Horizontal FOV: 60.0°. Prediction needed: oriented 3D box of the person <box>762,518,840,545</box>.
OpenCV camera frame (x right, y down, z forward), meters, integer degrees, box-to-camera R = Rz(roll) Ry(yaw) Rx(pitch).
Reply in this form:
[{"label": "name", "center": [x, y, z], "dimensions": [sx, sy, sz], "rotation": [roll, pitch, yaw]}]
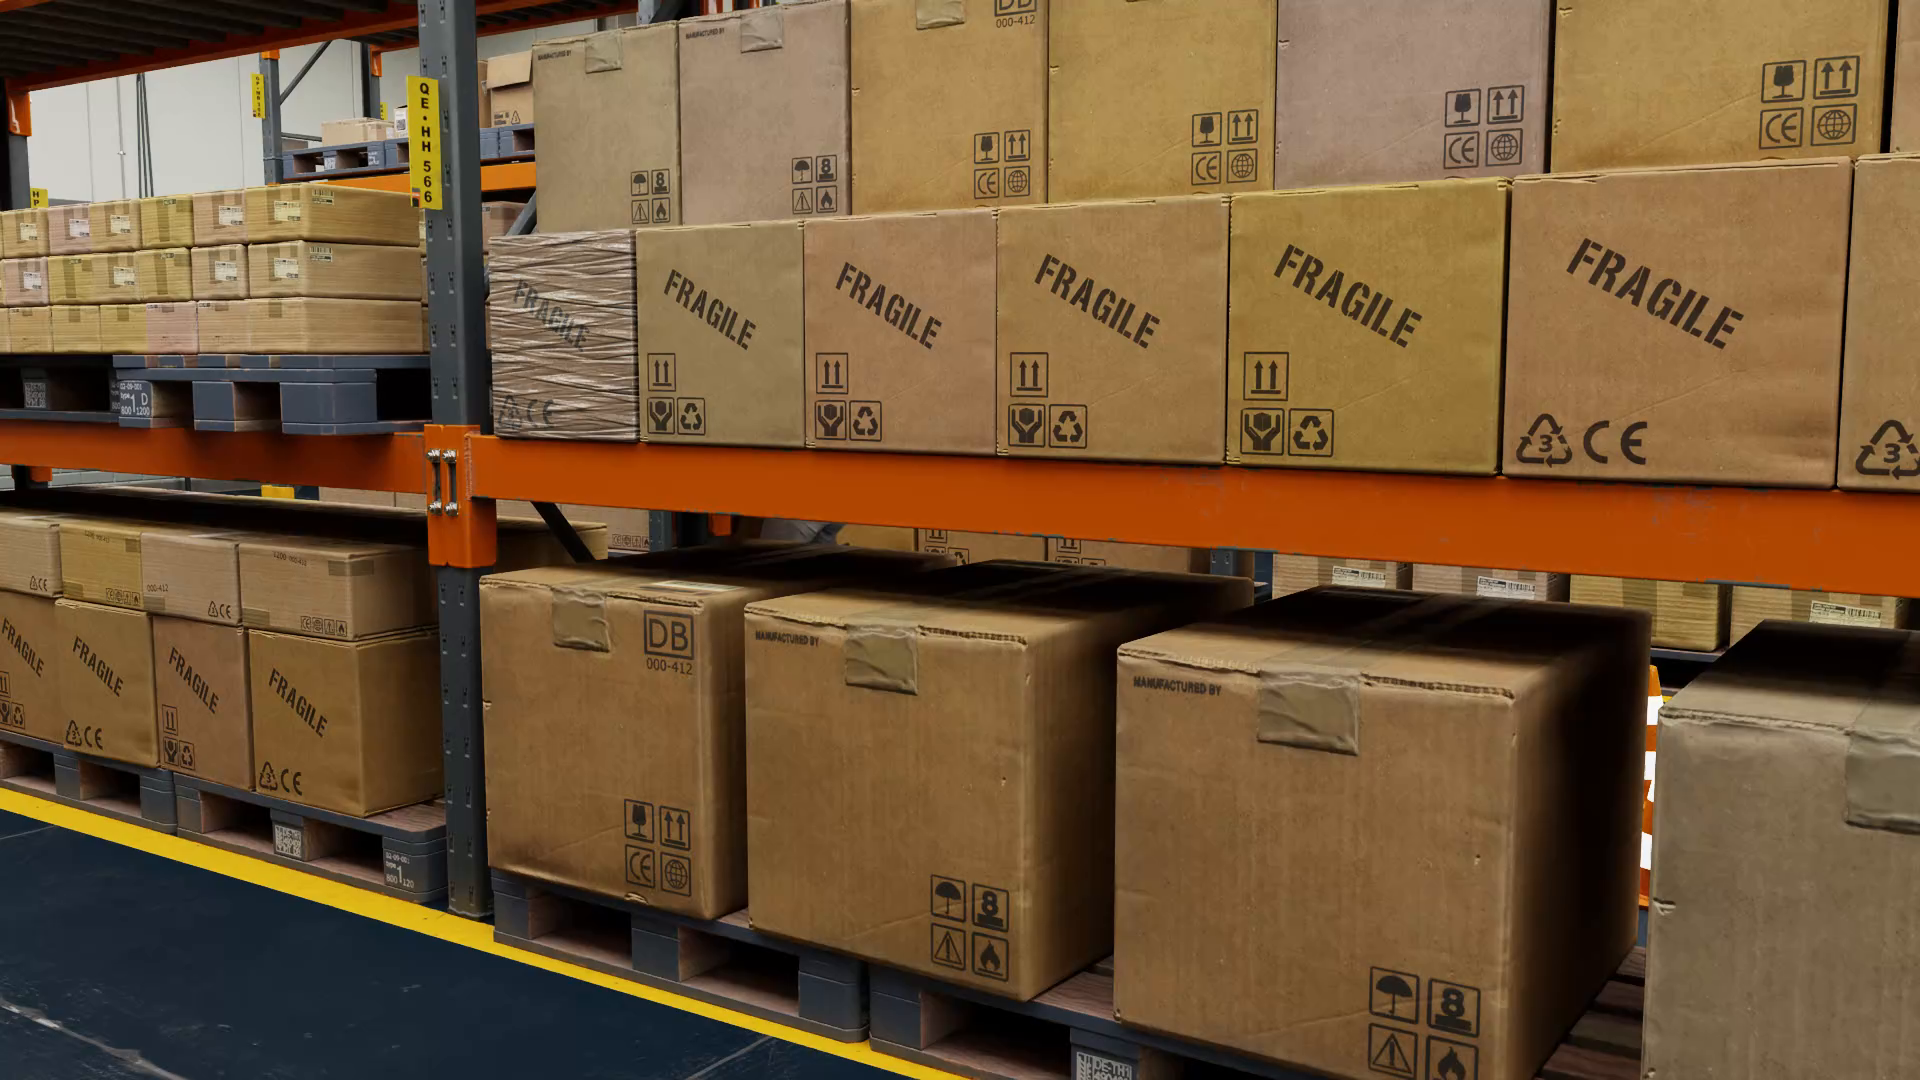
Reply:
[{"label": "person", "center": [-0.779, -0.180, 7.380], "dimensions": [0.580, 1.750, 0.505], "rotation": [4, 7, 32]}]
